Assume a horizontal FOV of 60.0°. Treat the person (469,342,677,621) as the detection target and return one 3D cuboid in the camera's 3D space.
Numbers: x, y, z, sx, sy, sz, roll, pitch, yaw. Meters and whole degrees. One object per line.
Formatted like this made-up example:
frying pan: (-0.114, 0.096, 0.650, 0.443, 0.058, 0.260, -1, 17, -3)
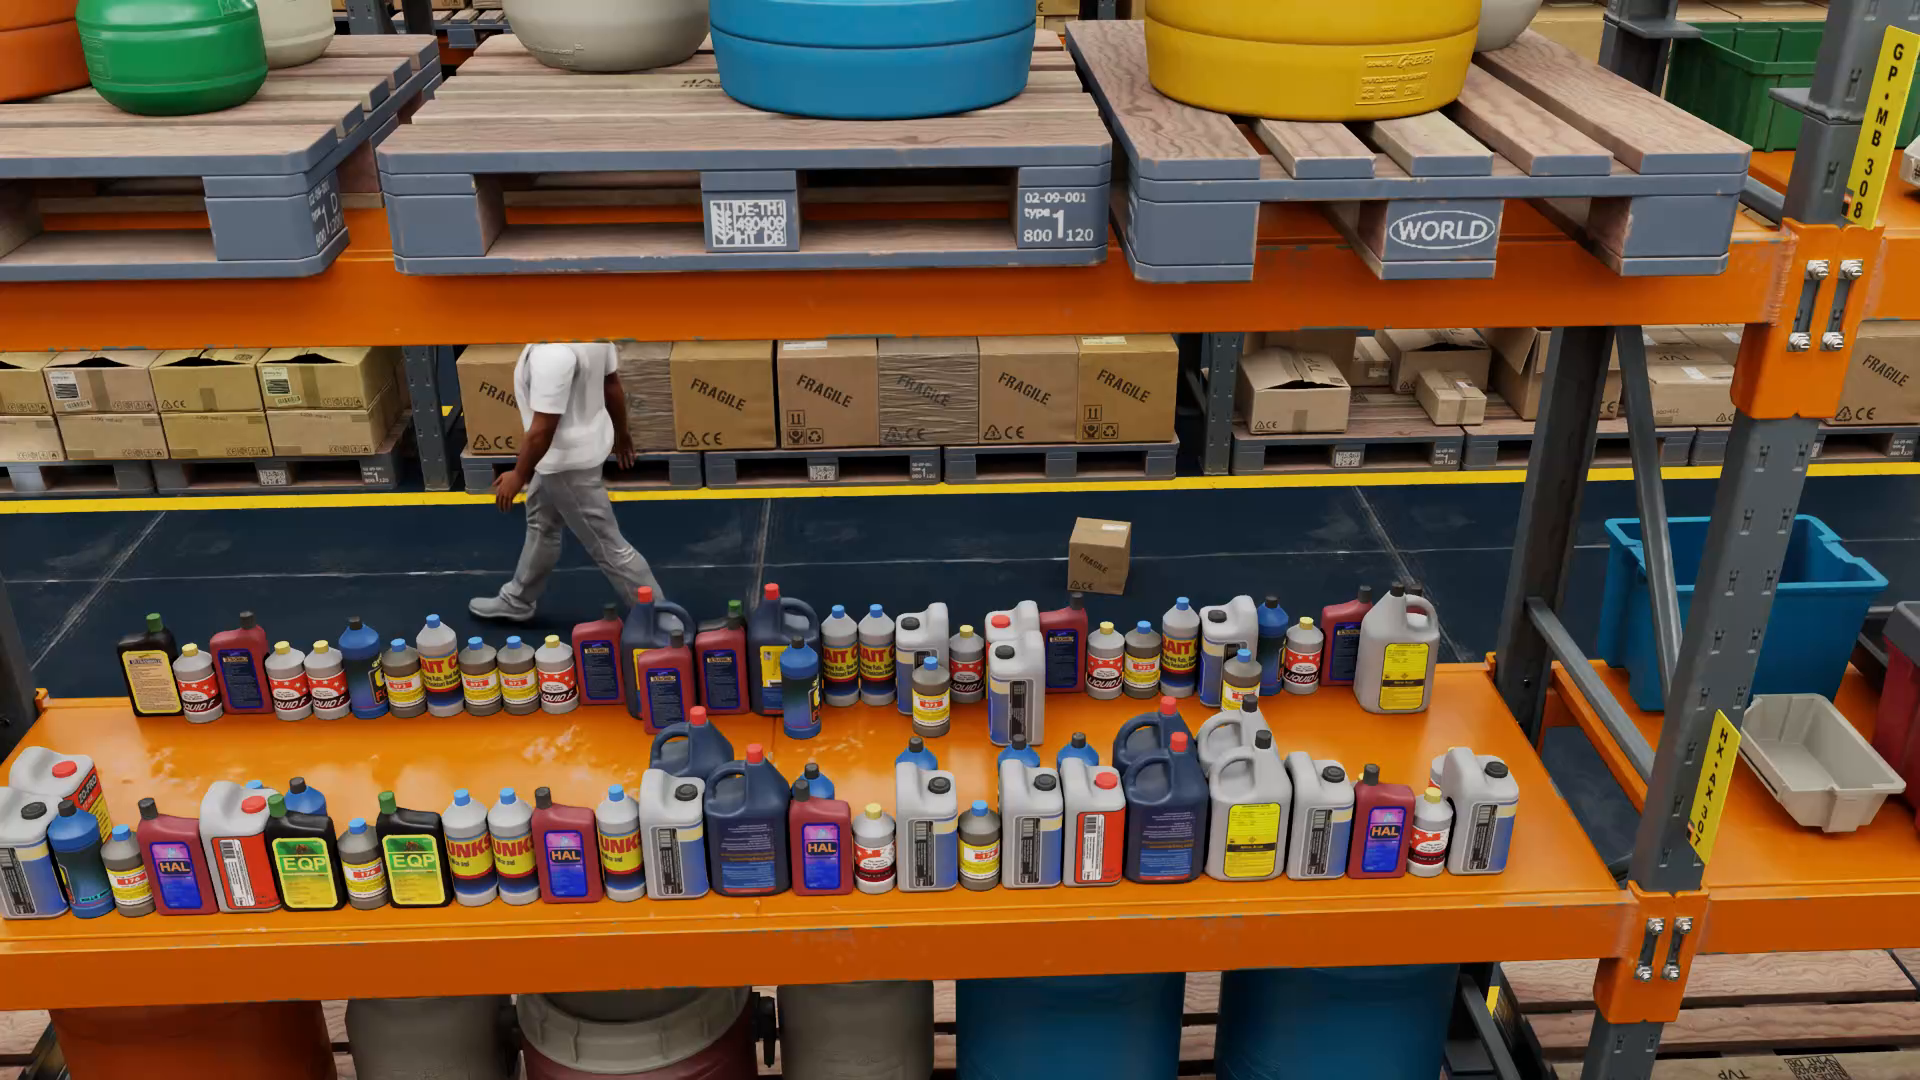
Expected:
person: (-1.677, -0.367, 6.757, 0.973, 1.715, 0.624, 1, 27, 3)
